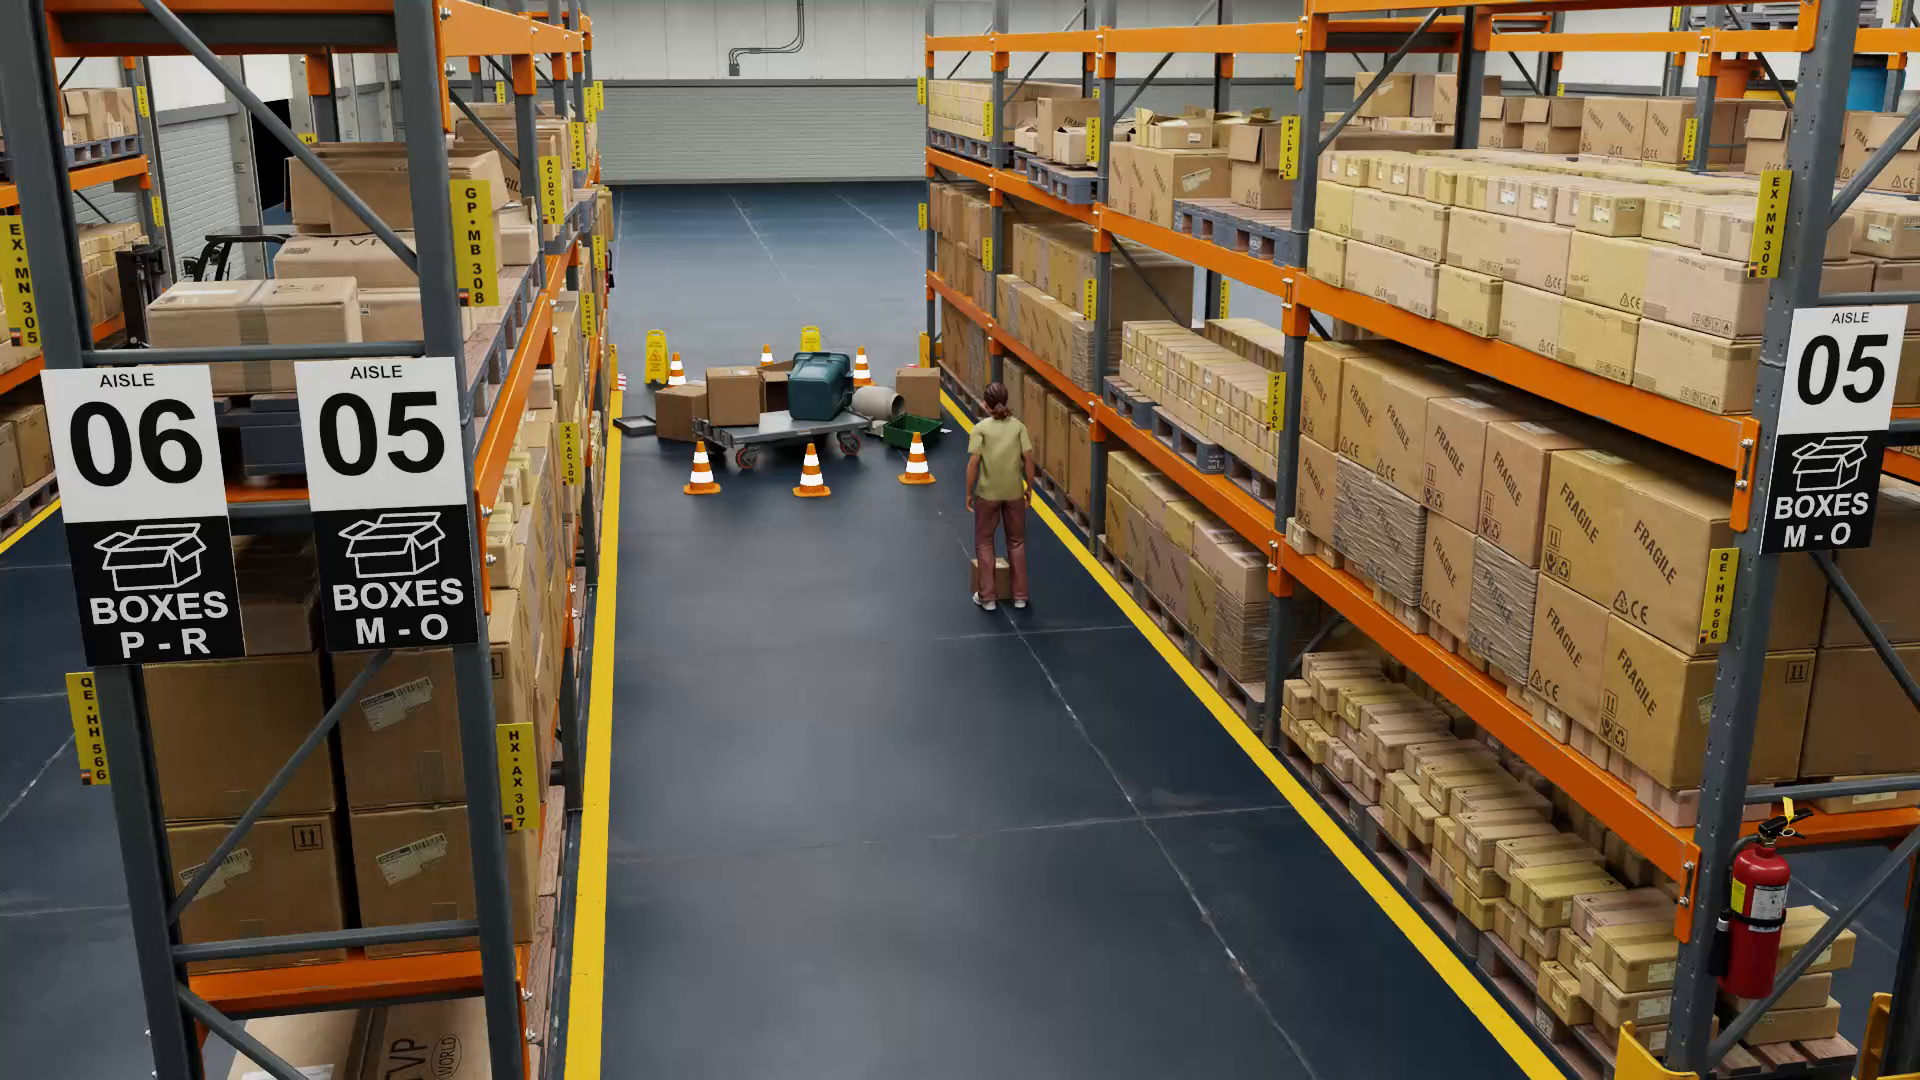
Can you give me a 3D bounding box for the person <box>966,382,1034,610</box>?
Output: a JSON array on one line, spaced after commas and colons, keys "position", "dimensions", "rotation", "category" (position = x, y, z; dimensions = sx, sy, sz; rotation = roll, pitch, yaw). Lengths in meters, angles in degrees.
[{"position": [0.283, -0.308, 12.120], "dimensions": [0.505, 1.652, 0.351], "rotation": [-3, 17, -11], "category": "person"}]
